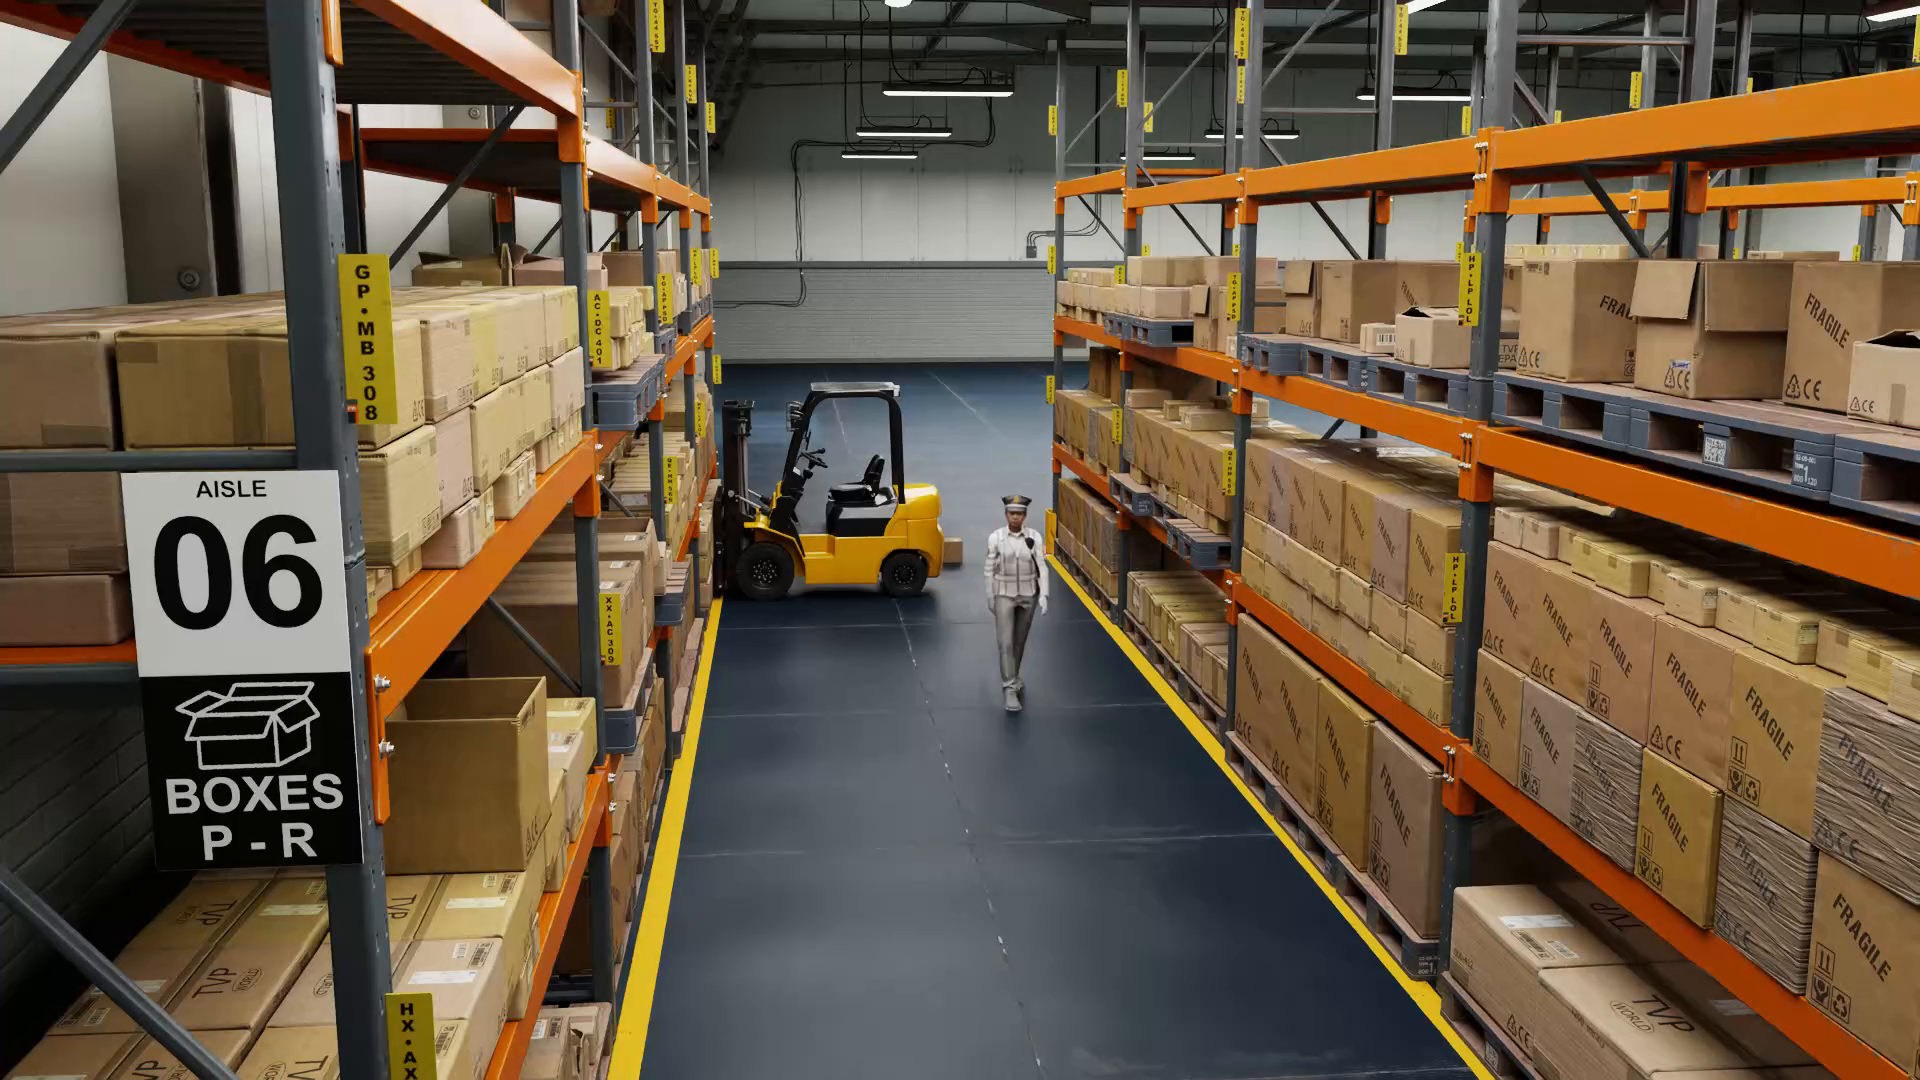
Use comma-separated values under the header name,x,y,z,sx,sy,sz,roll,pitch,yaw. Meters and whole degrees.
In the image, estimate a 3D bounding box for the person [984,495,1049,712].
name,x,y,z,sx,sy,sz,roll,pitch,yaw
person,0.468,0.455,13.184,0.498,1.638,0.961,-2,10,-8
